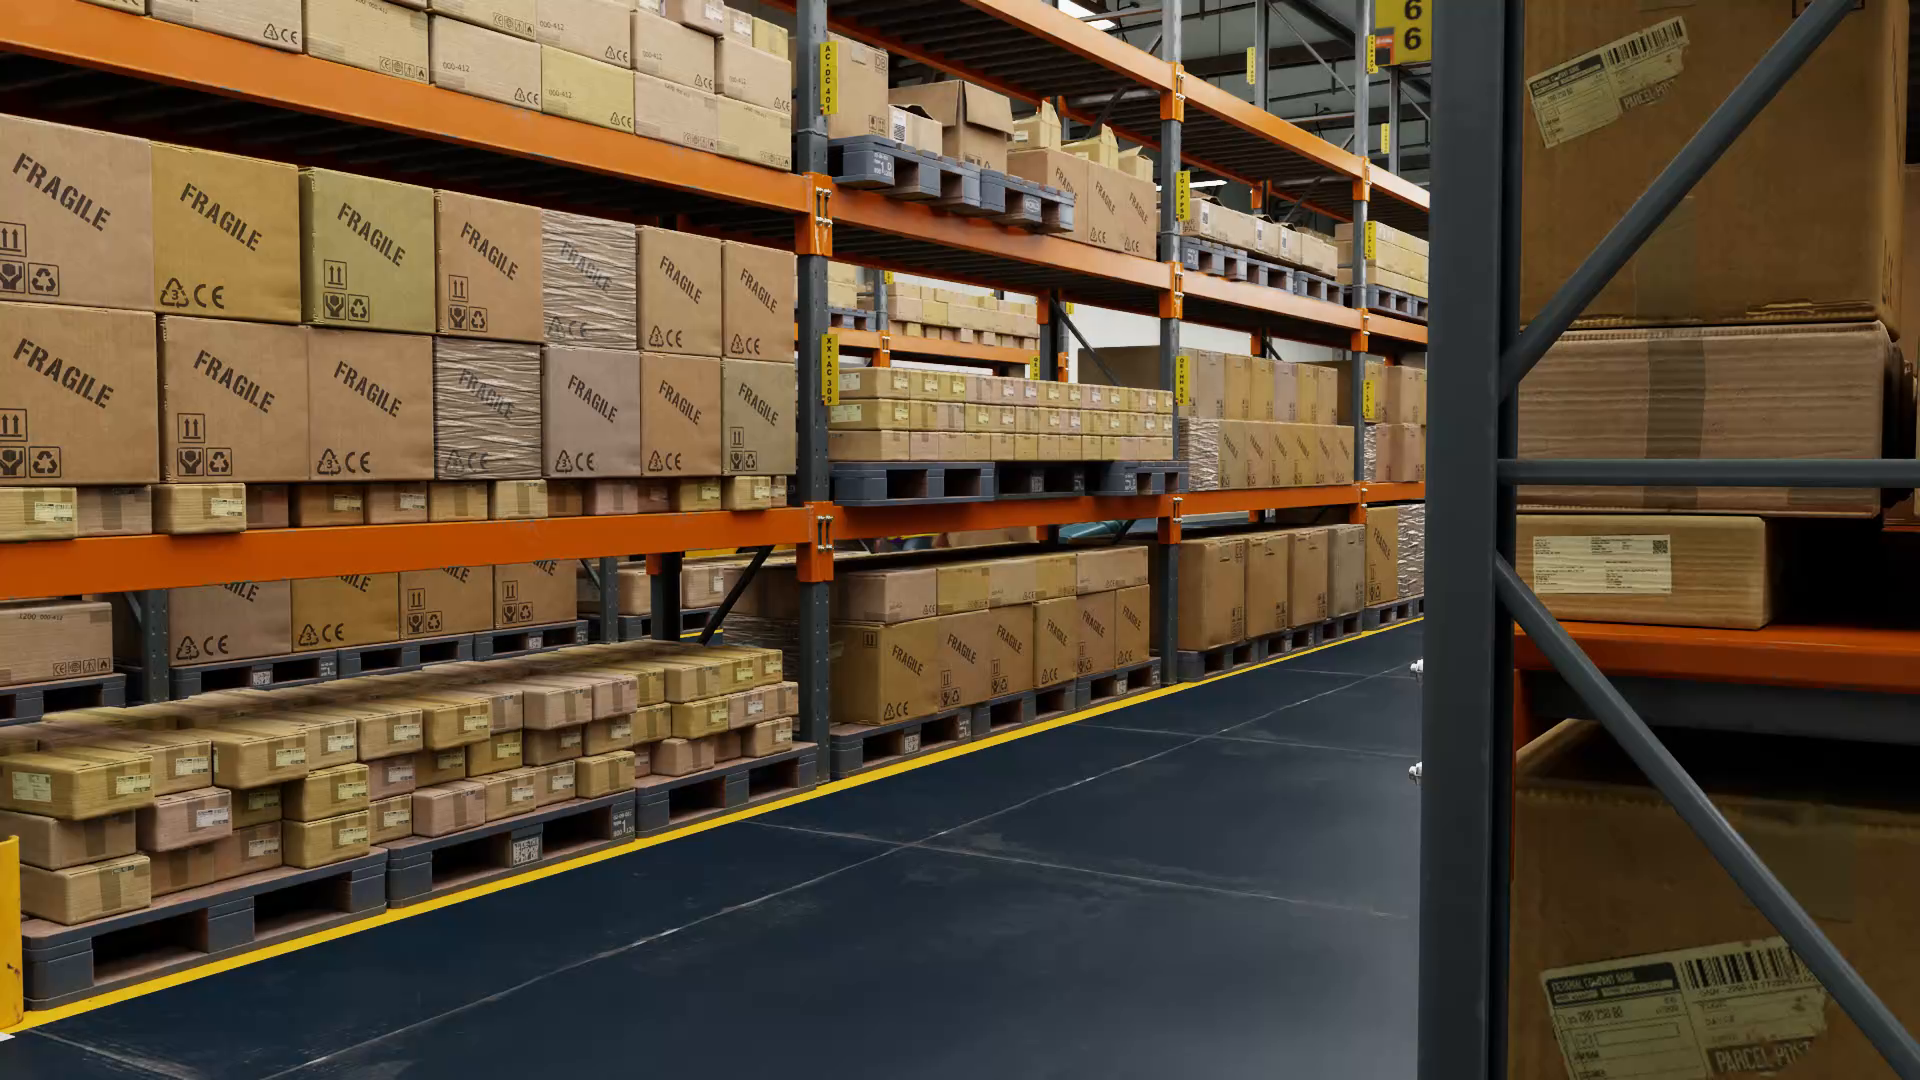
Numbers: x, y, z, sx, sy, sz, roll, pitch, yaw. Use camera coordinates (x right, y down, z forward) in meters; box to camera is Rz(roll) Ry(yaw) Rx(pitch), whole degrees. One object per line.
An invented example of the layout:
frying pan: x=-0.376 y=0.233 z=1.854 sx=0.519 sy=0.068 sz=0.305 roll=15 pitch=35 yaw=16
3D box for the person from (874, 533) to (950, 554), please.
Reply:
person: x=-0.414 y=0.012 z=13.113 sx=0.718 sy=1.783 sz=0.606 roll=-3 pitch=4 yaw=-45
